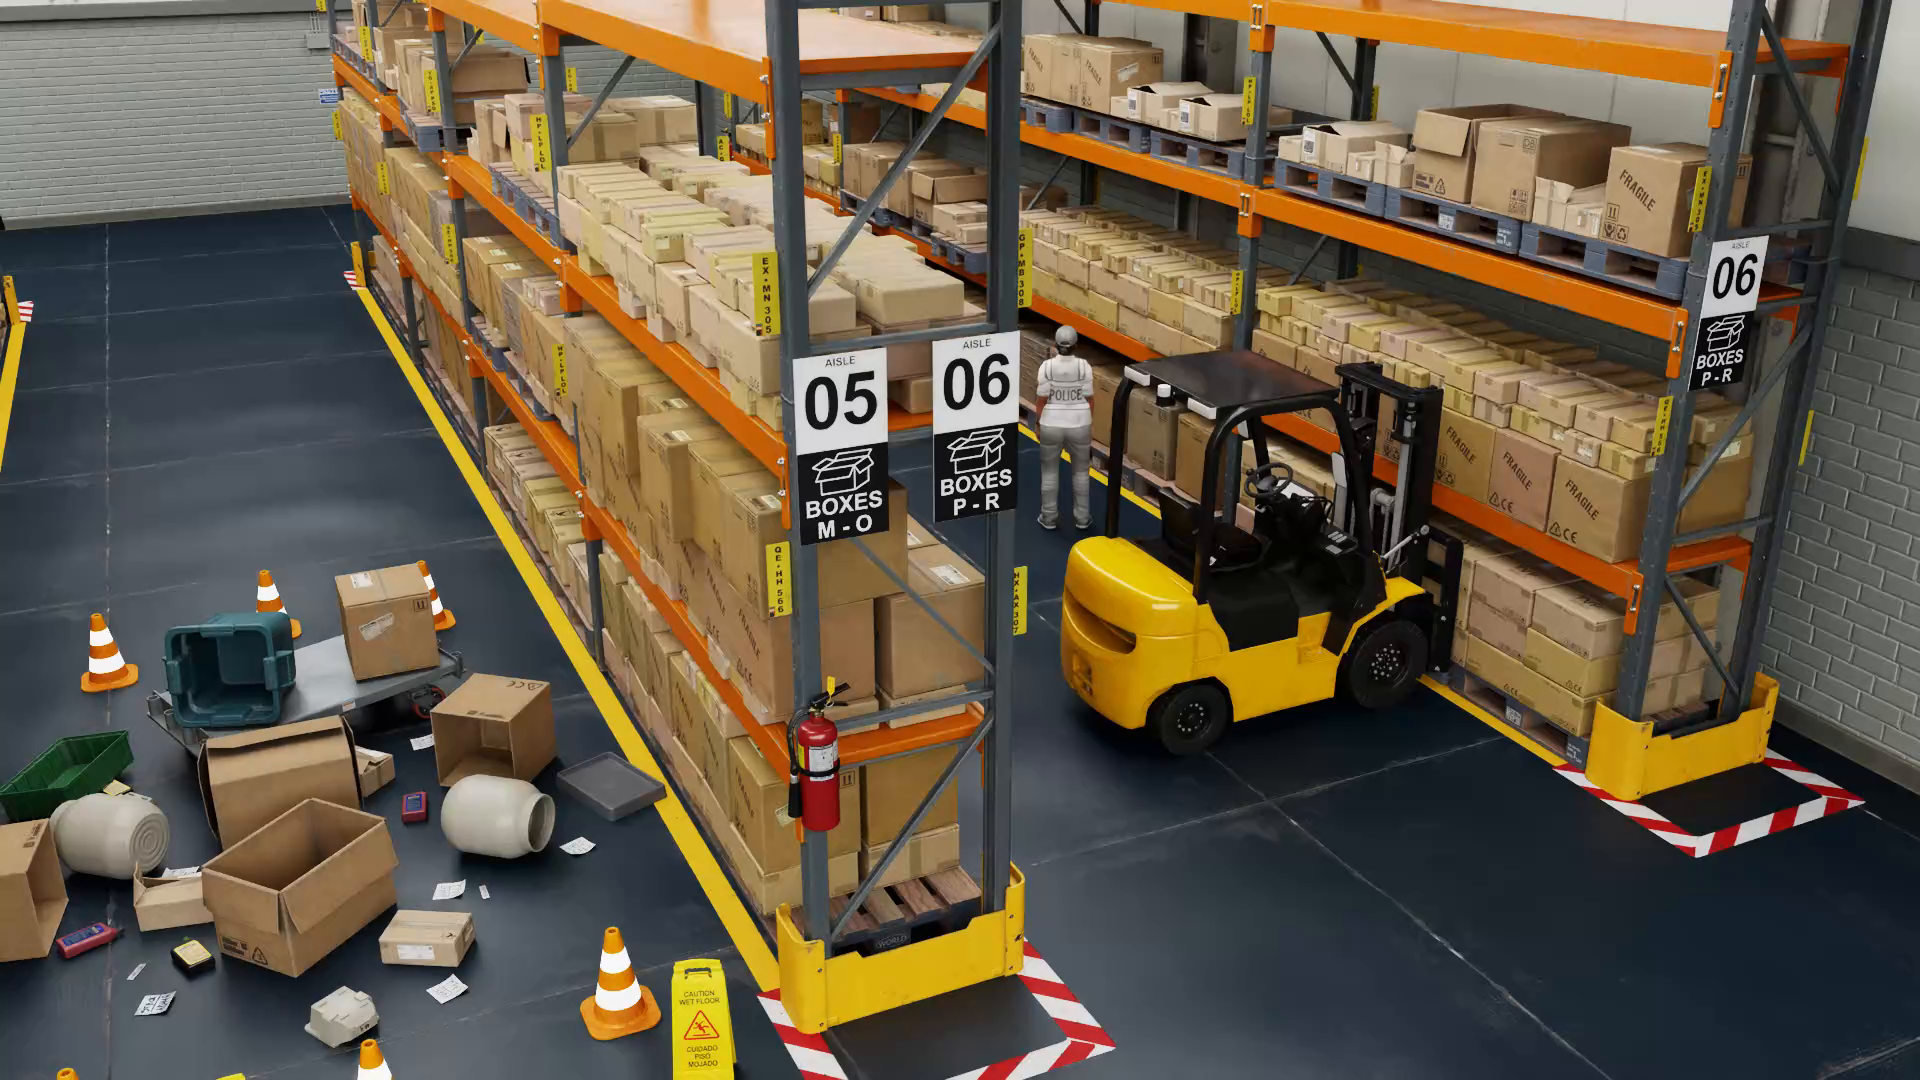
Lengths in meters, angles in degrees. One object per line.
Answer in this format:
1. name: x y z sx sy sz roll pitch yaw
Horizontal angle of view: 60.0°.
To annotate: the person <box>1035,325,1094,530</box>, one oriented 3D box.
1. person: 0.838 -0.886 13.157 0.488 1.668 0.395 -1 22 -1
